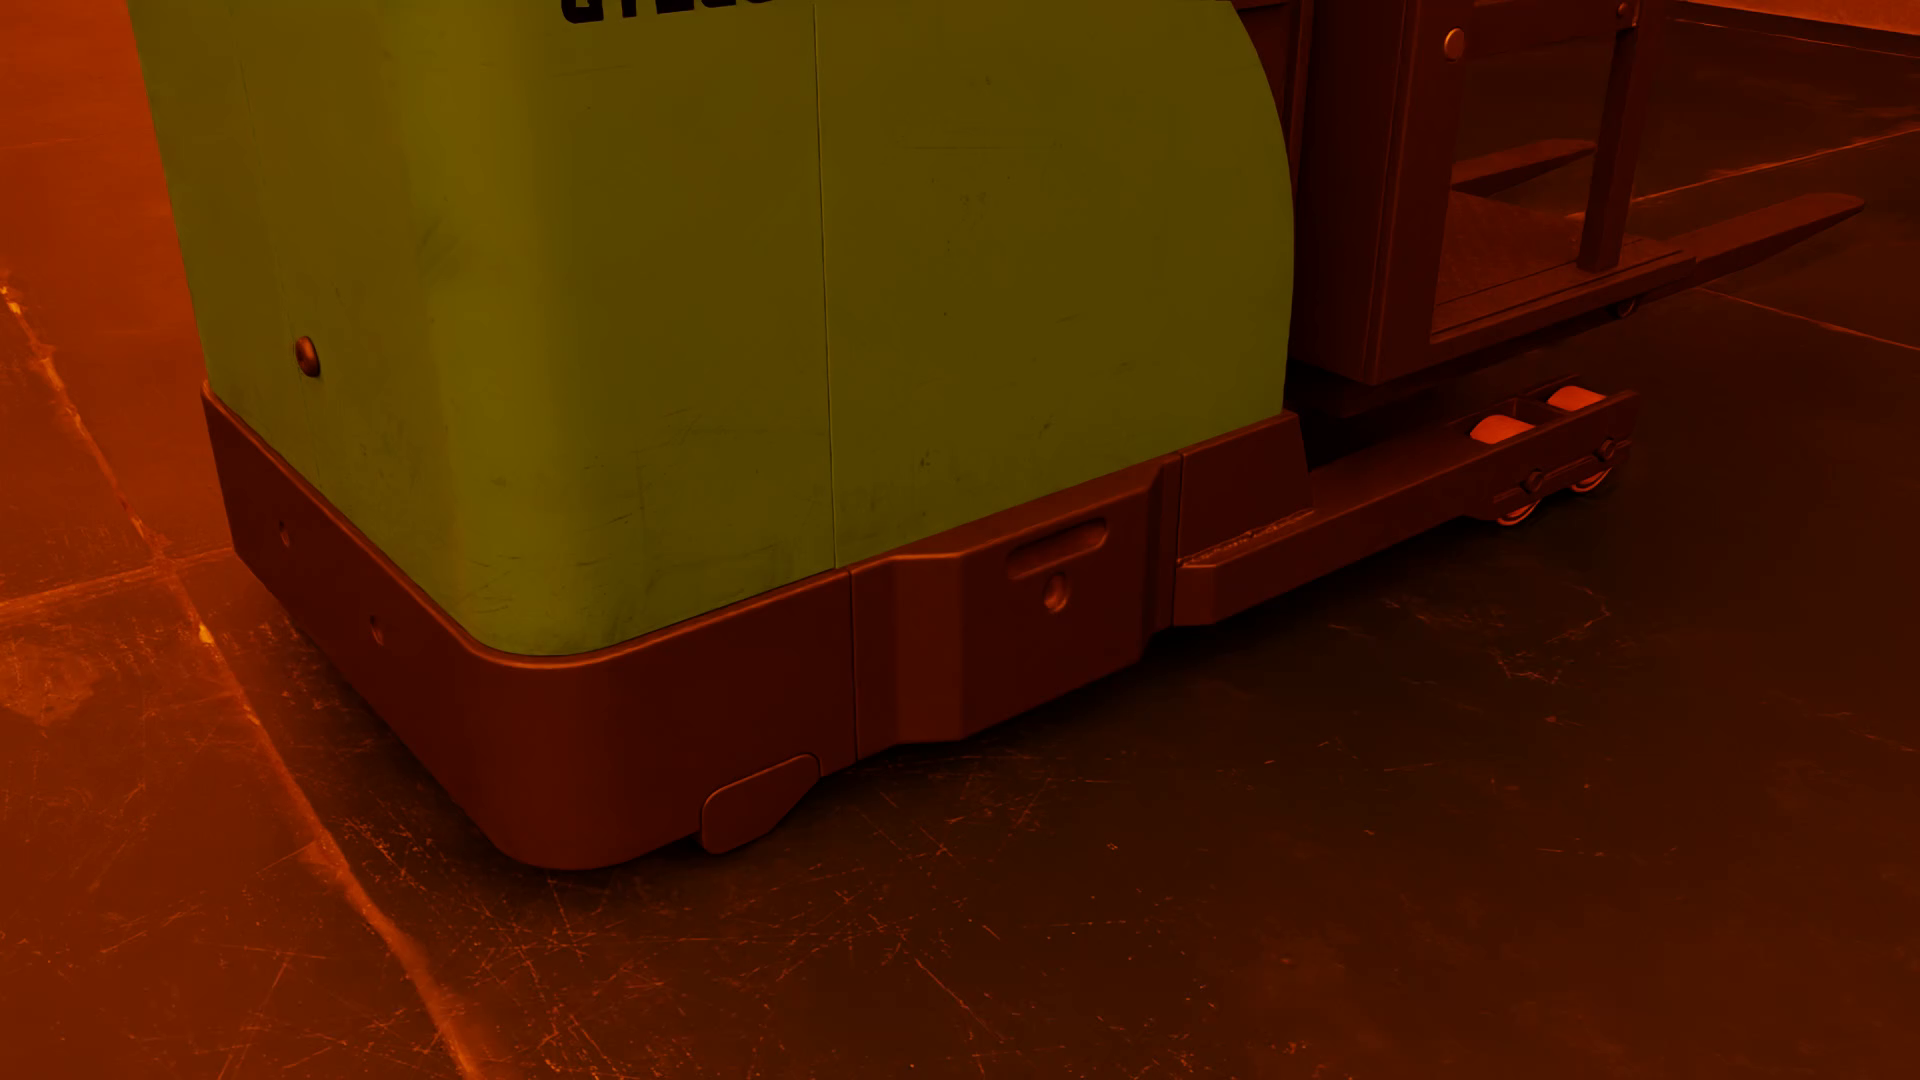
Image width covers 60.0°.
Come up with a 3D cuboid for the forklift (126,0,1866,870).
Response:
[{"bbox_3d":[0.450,-1.499,2.218,3.031,2.935,1.130,-20,33,-34],"label":"forklift"}]
